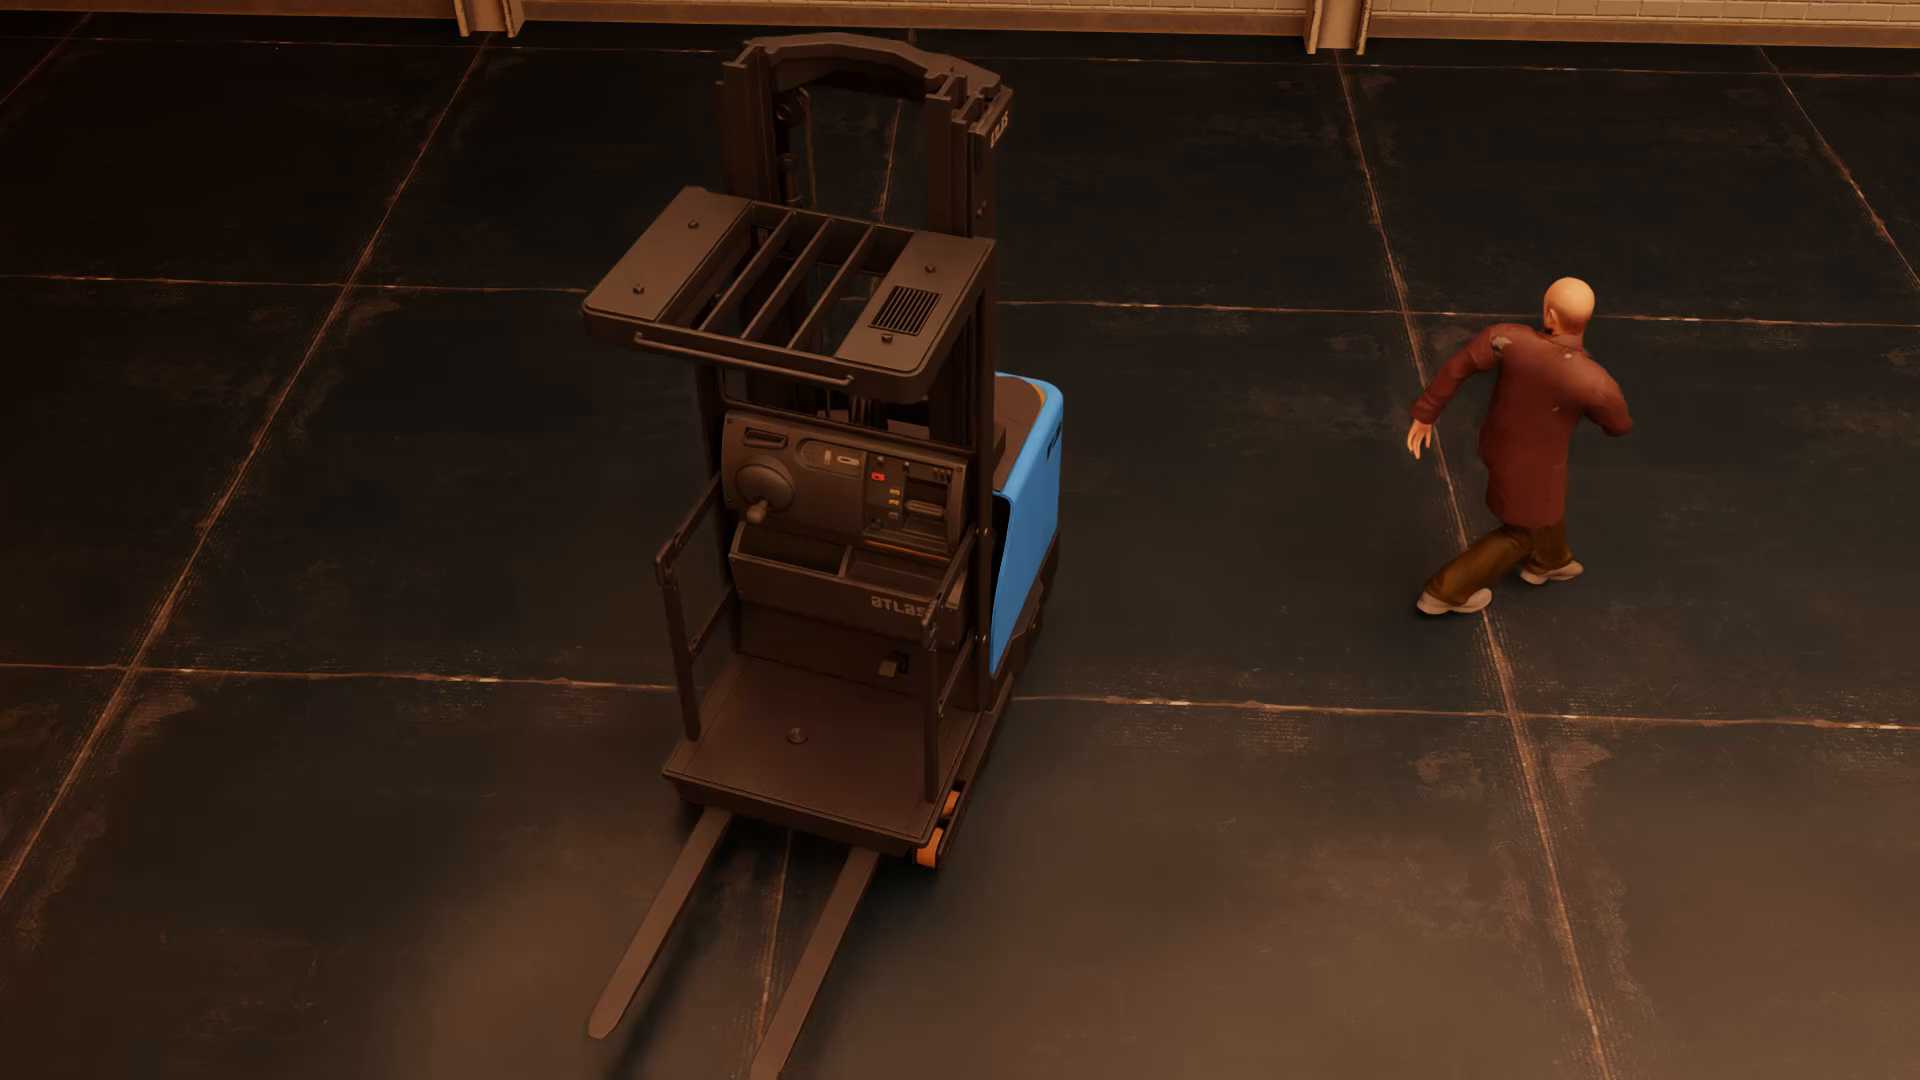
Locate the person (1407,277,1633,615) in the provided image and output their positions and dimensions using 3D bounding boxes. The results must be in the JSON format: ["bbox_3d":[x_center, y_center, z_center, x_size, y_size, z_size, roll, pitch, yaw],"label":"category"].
[{"bbox_3d":[2.442,-0.378,7.099,1.009,1.731,0.613,-15,44,-16],"label":"person"}]

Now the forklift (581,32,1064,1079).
[{"bbox_3d":[-0.493,-0.112,5.865,1.130,2.935,3.031,13,44,13],"label":"forklift"}]
